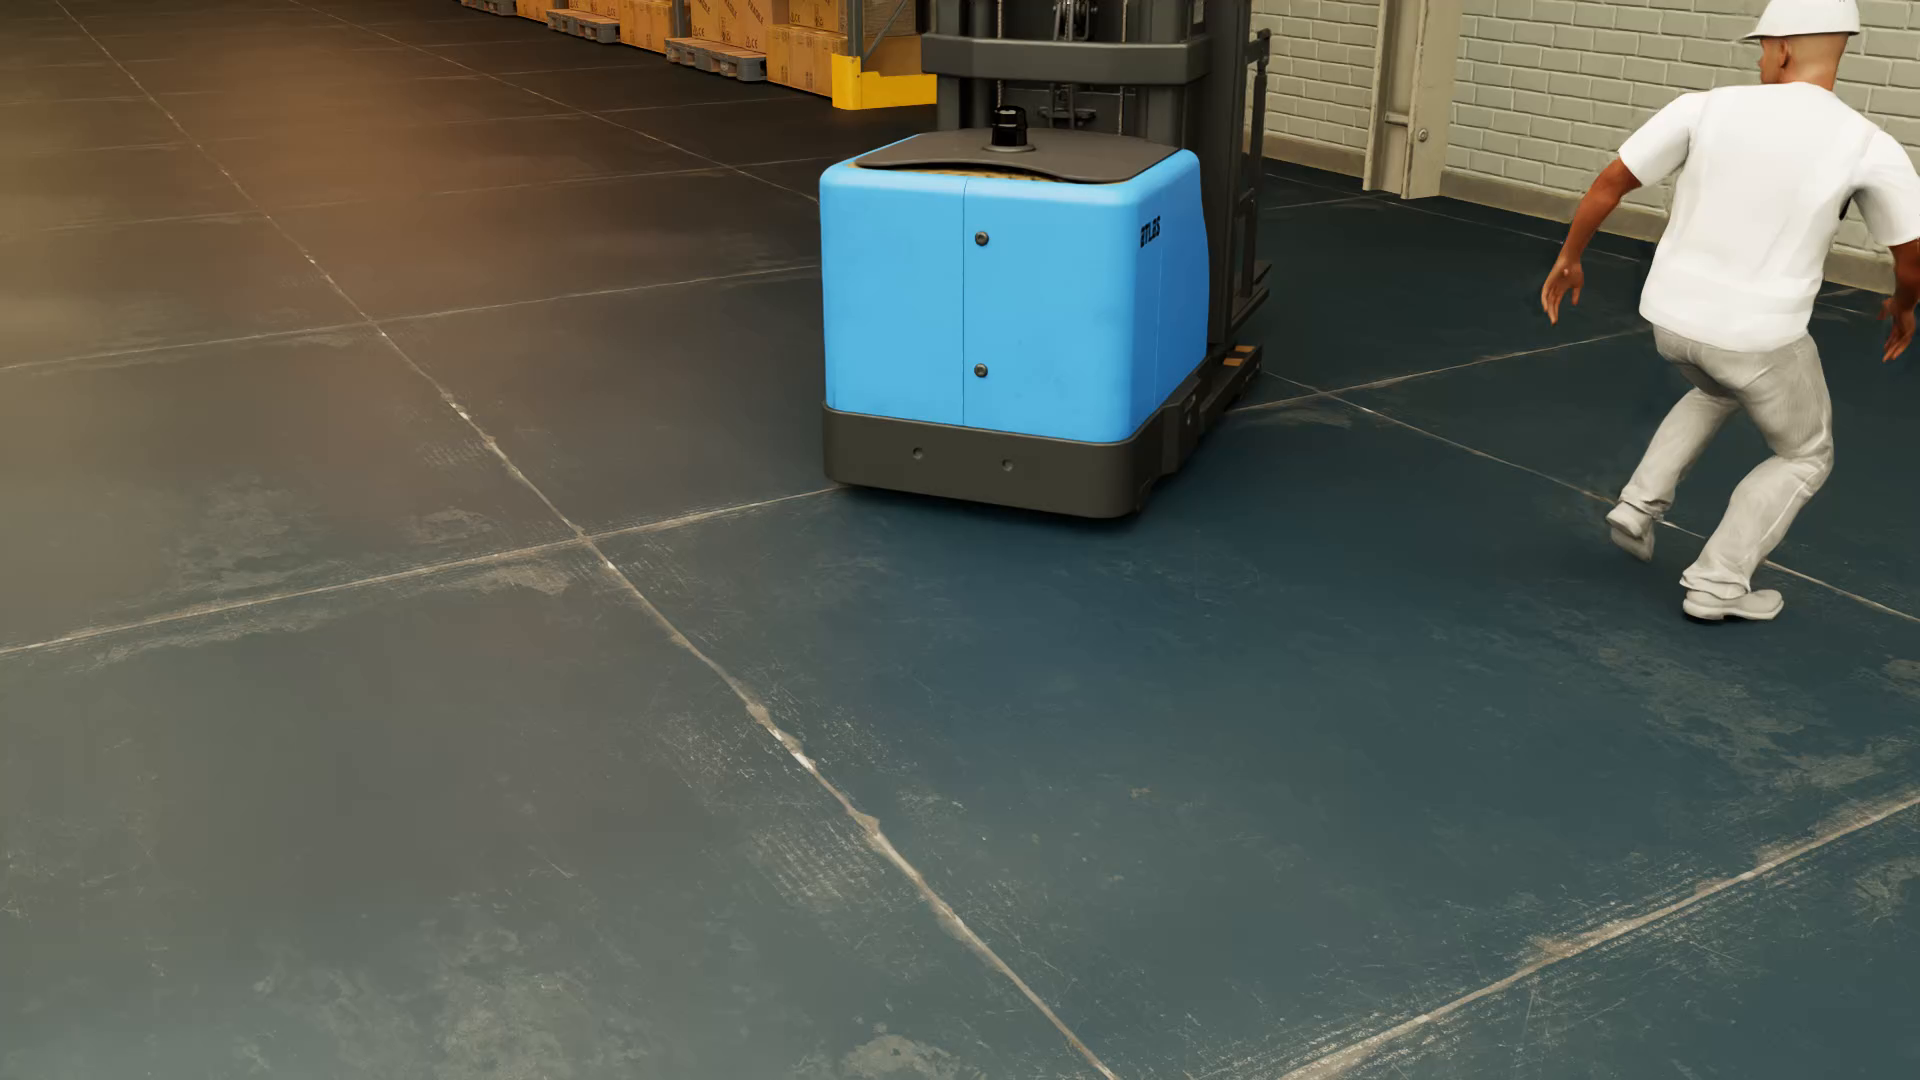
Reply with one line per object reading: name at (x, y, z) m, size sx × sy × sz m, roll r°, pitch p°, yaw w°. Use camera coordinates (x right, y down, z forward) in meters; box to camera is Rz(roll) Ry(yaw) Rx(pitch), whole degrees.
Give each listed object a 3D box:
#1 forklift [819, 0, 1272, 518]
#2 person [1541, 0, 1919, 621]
forklift at (0.564, -1.950, 6.027) m, size 1.130 × 2.935 × 3.031 m, roll 9°, pitch 24°, yaw 20°
person at (2.086, -0.613, 4.432) m, size 0.693 × 1.674 × 0.807 m, roll -14°, pitch 26°, yaw -30°
